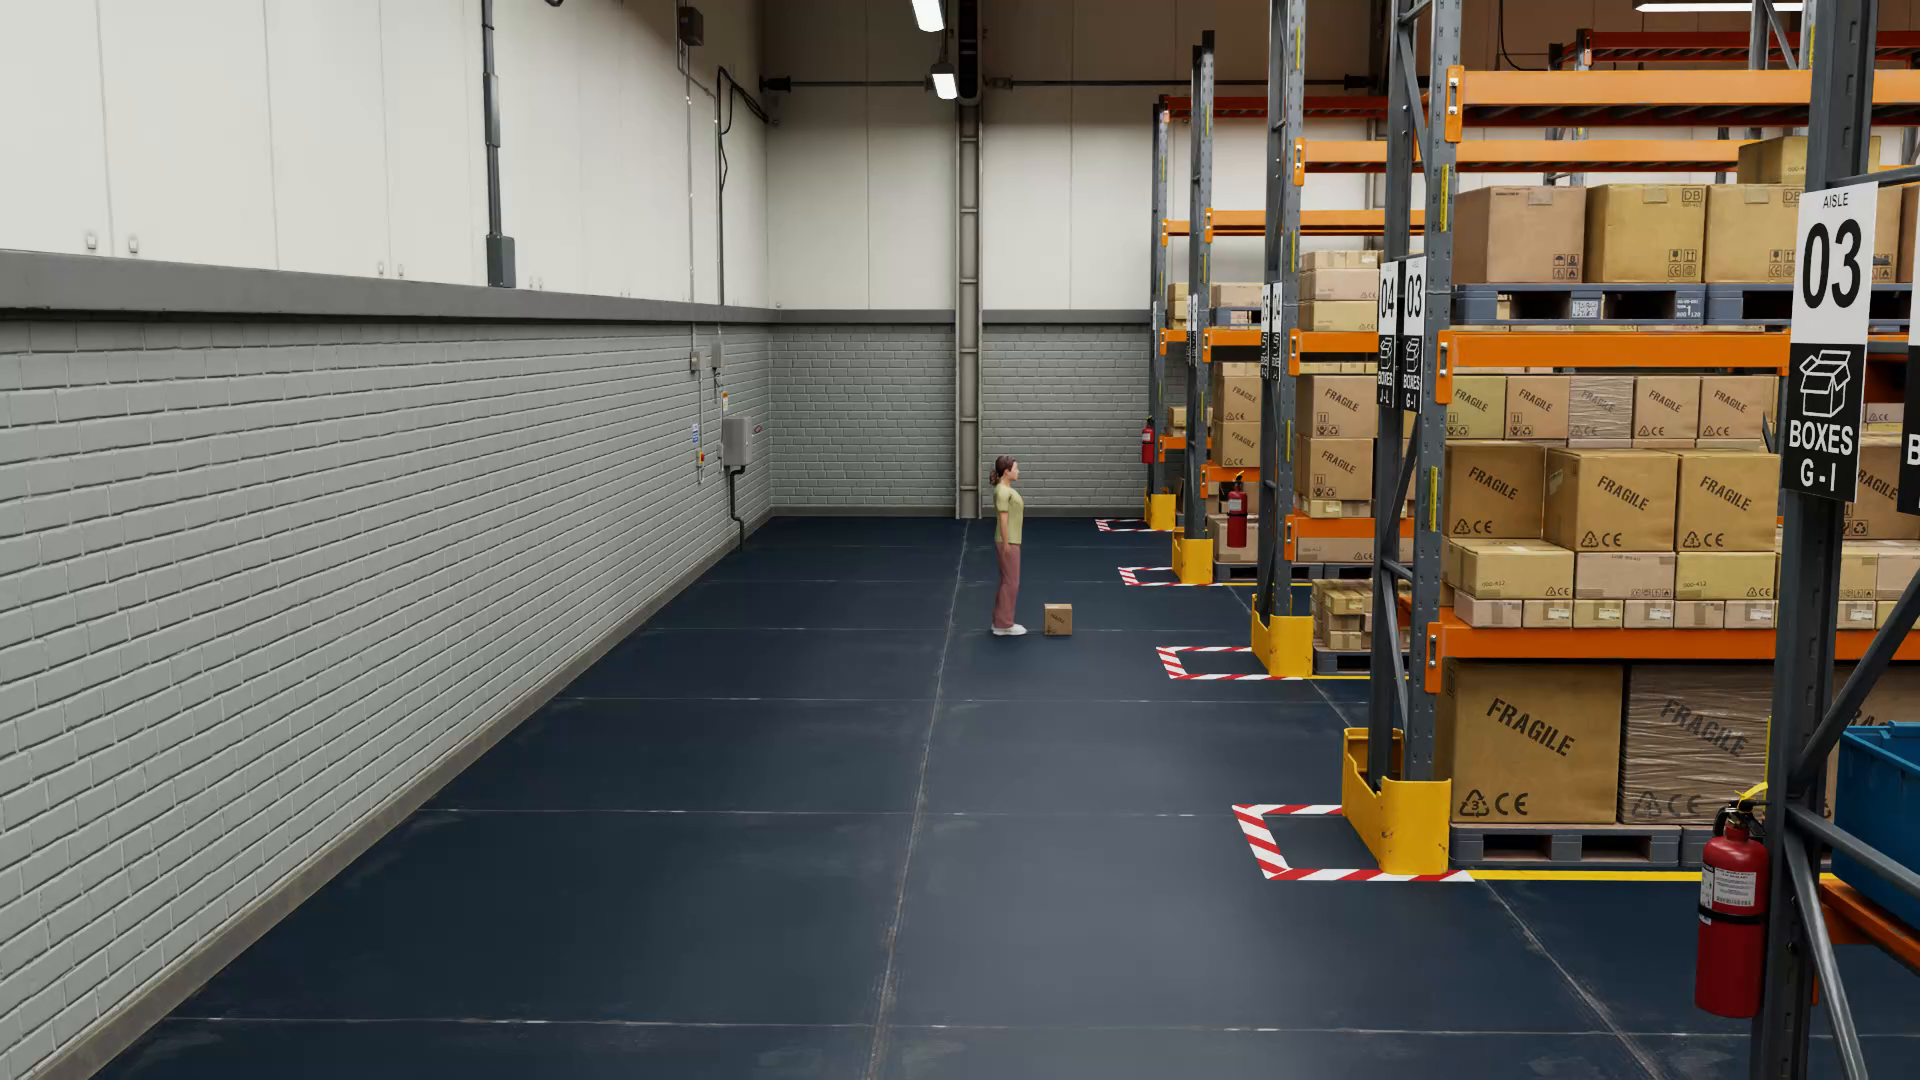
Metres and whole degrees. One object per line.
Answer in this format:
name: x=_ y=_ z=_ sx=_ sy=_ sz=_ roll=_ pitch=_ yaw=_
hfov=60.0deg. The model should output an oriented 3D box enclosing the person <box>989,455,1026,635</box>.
person: x=0.439 y=0.042 z=15.497 sx=0.365 sy=1.671 sz=0.439 roll=0 pitch=7 yaw=2
